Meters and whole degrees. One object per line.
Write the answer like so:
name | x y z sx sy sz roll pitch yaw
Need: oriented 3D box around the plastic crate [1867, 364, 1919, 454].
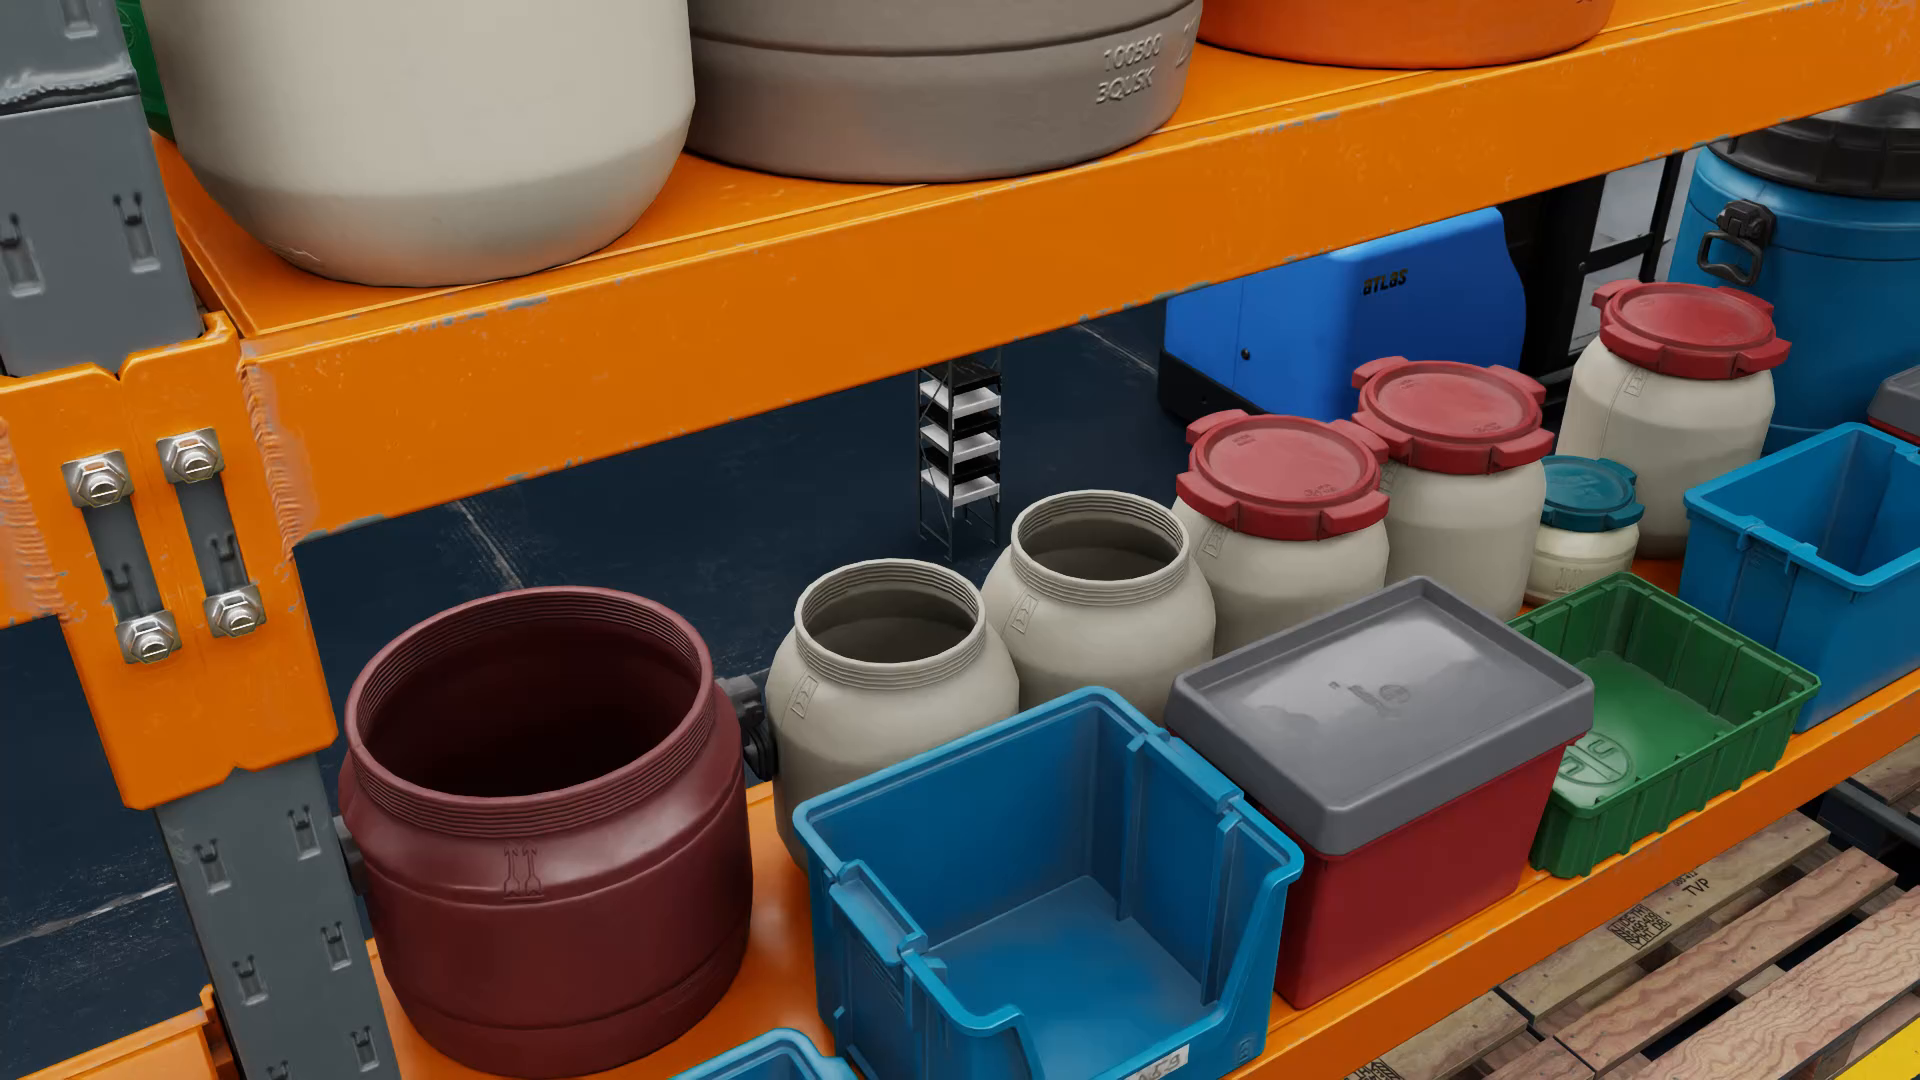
plastic crate | 2.260 -0.136 3.594 0.583 0.464 0.402 -19 37 -27

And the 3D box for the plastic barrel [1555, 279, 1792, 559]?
plastic barrel | 1.578 -0.265 3.732 0.433 0.535 0.433 0 32 0

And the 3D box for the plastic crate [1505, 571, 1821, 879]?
plastic crate | 1.190 0.333 3.109 0.662 0.188 0.450 -19 37 -27

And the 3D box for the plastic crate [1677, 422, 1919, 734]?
plastic crate | 1.742 0.079 3.328 0.575 0.384 0.392 -19 37 -27

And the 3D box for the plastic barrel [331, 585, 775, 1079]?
plastic barrel | -0.635 0.443 2.609 0.708 0.536 0.600 -19 37 -27

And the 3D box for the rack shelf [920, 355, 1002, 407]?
rack shelf | -0.007 -0.578 5.880 0.200 0.077 0.258 -19 37 -27

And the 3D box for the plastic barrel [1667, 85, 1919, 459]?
plastic barrel | 2.012 -0.622 3.955 0.708 0.901 0.600 -19 37 -27

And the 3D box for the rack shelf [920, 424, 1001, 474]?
rack shelf | -0.007 -0.350 6.024 0.200 0.077 0.258 -19 37 -27

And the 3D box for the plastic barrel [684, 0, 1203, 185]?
plastic barrel | -0.053 -0.851 1.506 0.600 0.901 0.600 0 32 0

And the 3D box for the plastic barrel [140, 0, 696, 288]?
plastic barrel | -0.434 -0.498 1.312 0.421 0.512 0.421 0 32 0

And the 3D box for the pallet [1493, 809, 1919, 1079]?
pallet | 1.862 1.038 4.407 1.213 0.211 1.003 -19 37 -27

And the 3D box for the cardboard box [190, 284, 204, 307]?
cardboard box | -2.998 -1.104 6.417 0.500 0.250 0.500 -17 36 -25

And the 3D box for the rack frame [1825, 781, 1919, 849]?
rack frame | 2.501 -0.386 4.051 0.127 3.000 1.000 -19 37 -27

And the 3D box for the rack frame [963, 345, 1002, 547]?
rack frame | 0.079 -0.408 6.053 0.006 0.900 0.240 -19 37 -27

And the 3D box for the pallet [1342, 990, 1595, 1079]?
pallet | 0.836 1.392 3.845 1.213 0.211 1.003 -19 37 -27

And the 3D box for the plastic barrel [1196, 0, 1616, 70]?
plastic barrel | 0.497 -1.009 1.825 0.708 0.830 0.600 -19 37 -27

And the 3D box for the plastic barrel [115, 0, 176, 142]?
plastic barrel | -0.681 -0.527 1.608 0.294 0.245 0.294 0 32 0

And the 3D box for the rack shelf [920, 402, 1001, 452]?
rack shelf | -0.007 -0.426 5.976 0.200 0.077 0.258 -19 37 -27

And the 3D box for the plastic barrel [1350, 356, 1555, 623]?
plastic barrel | 0.962 -0.053 3.396 0.433 0.535 0.433 0 32 0

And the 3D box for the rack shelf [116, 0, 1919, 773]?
rack shelf | 0.820 -0.772 2.526 4.000 0.370 1.077 -19 37 -27

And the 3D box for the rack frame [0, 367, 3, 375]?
rack frame | -3.544 -1.451 5.739 0.127 3.000 1.000 -19 37 -27

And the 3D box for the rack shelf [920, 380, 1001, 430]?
rack shelf | -0.007 -0.502 5.928 0.200 0.077 0.258 -19 37 -27

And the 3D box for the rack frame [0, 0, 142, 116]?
rack frame | -0.861 -1.767 0.617 0.127 3.000 1.000 -19 37 -27

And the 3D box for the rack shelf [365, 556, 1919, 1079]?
rack shelf | 0.820 0.496 3.326 4.000 0.370 1.077 -19 37 -27

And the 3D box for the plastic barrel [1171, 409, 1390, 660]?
plastic barrel | 0.598 0.072 3.197 0.433 0.535 0.433 0 32 0

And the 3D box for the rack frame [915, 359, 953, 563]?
rack frame | -0.092 -0.349 5.960 0.006 0.900 0.240 -19 37 -27

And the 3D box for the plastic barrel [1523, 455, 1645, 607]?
plastic barrel | 1.306 -0.014 3.590 0.301 0.262 0.301 0 32 0

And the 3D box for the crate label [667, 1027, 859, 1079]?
crate label | -0.304 0.887 2.189 0.416 0.233 0.303 -19 37 -27

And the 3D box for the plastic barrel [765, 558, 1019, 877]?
plastic barrel | -0.112 0.330 2.811 0.421 0.512 0.421 0 32 0

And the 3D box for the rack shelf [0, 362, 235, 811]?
rack shelf | -2.542 0.384 0.693 4.000 0.370 1.077 -19 37 -27

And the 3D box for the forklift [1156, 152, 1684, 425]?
forklift | 2.359 -1.988 6.654 3.031 2.935 1.130 -18 37 -26

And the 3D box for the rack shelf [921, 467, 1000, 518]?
rack shelf | -0.007 -0.198 6.120 0.200 0.077 0.258 -19 37 -27

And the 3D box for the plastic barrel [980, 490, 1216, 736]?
plastic barrel | 0.242 0.208 3.004 0.421 0.512 0.421 0 32 0

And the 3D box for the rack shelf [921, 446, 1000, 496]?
rack shelf | -0.007 -0.274 6.072 0.200 0.077 0.258 -19 37 -27

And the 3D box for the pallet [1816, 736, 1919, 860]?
pallet | 3.088 0.618 5.073 1.213 0.211 1.003 -19 37 -27

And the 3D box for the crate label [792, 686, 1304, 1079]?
crate label | 0.121 0.589 2.471 0.616 0.435 0.502 -19 37 -27

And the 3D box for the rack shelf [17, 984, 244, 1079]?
rack shelf | -2.542 1.653 1.493 4.000 0.370 1.077 -19 37 -27

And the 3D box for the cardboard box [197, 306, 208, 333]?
cardboard box | -2.992 -0.782 6.609 0.500 0.500 0.700 -21 38 -30

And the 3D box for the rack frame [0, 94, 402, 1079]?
rack frame | -0.861 0.770 2.218 0.127 3.000 1.000 -19 37 -27

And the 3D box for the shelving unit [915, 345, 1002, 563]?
shelving unit | -0.007 -0.378 6.006 0.210 0.900 0.258 -19 37 -27

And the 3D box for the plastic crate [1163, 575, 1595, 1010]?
plastic crate | 0.663 0.413 2.724 0.583 0.464 0.402 -19 37 -27
